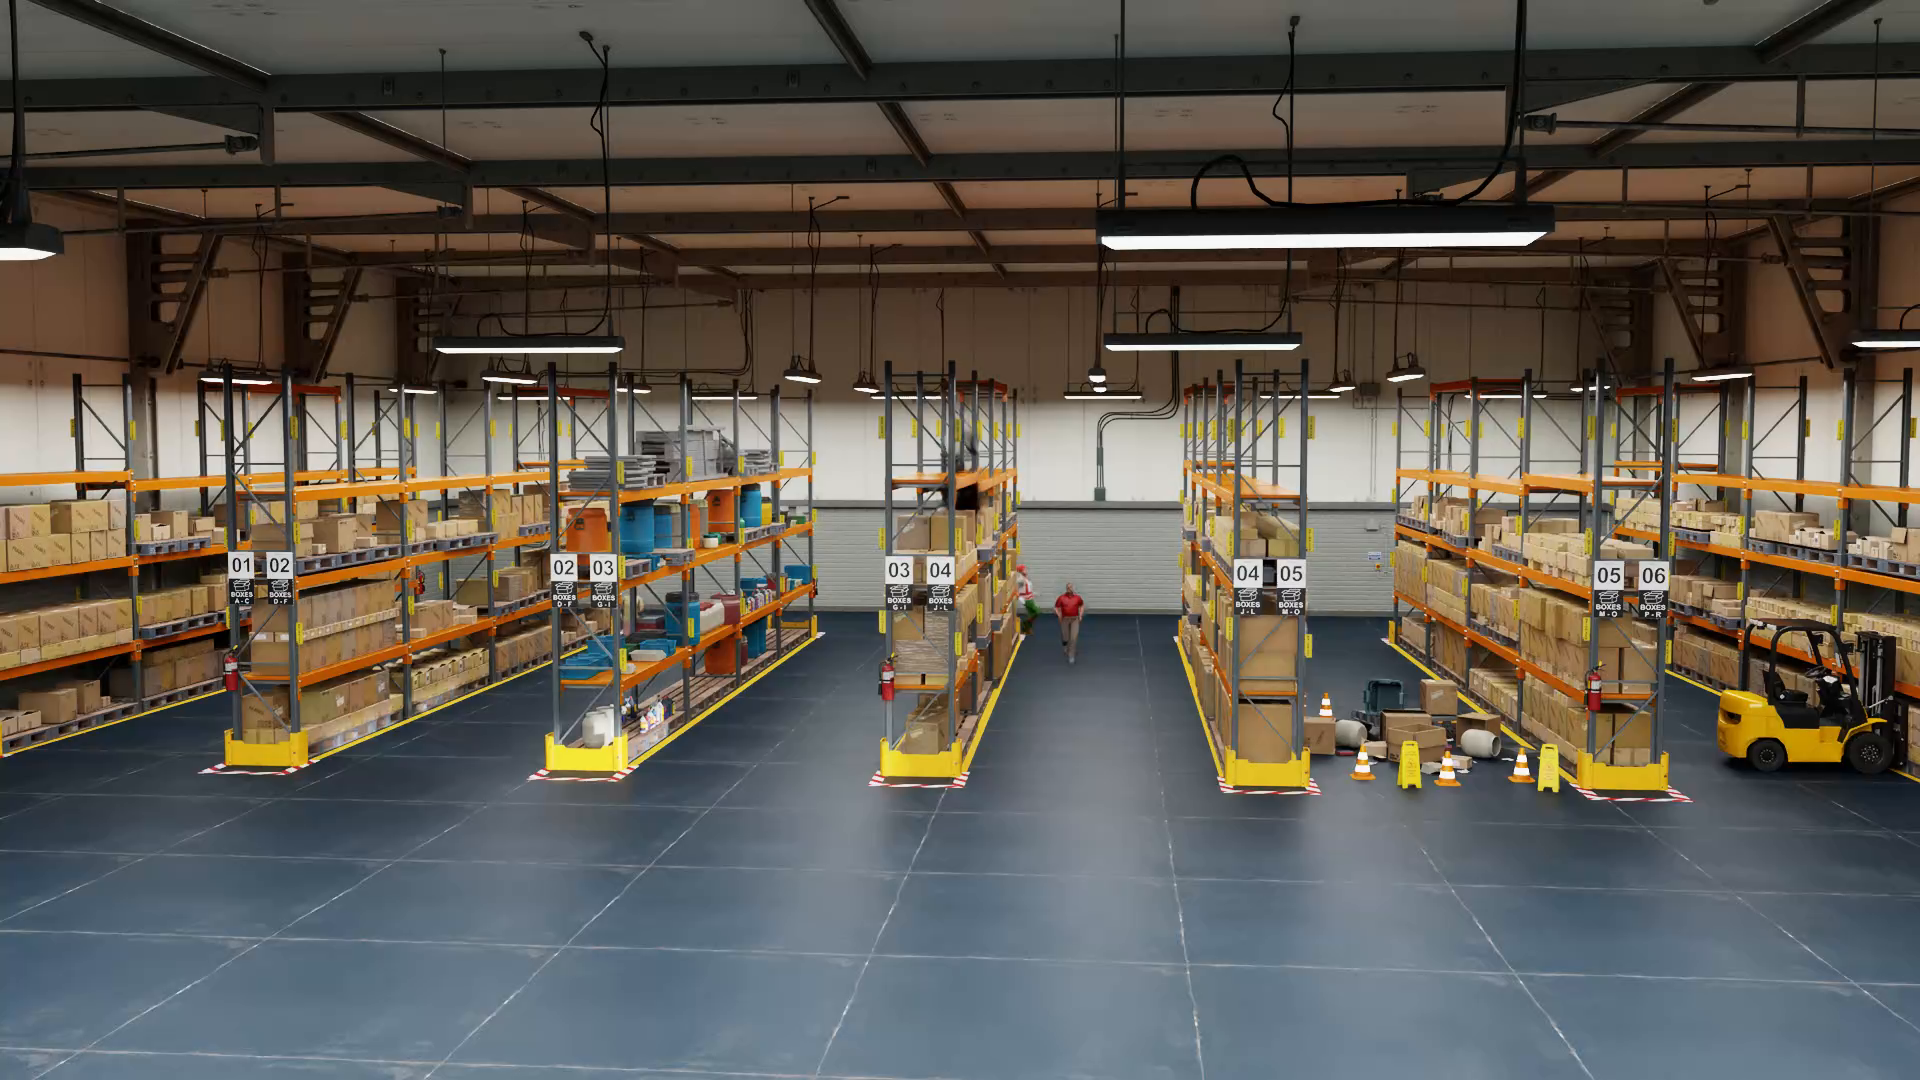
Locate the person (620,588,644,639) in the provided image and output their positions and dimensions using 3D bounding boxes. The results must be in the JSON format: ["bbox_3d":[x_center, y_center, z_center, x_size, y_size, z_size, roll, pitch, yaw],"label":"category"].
[{"bbox_3d":[-7.187,1.799,36.334,0.579,1.701,0.723,-1,4,-10],"label":"person"}]

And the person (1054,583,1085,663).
[{"bbox_3d":[2.391,1.787,36.205,0.669,1.703,0.755,0,4,-1],"label":"person"}]

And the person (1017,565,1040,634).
[{"bbox_3d":[1.685,1.464,40.704,0.574,1.730,0.726,1,4,19],"label":"person"}]
